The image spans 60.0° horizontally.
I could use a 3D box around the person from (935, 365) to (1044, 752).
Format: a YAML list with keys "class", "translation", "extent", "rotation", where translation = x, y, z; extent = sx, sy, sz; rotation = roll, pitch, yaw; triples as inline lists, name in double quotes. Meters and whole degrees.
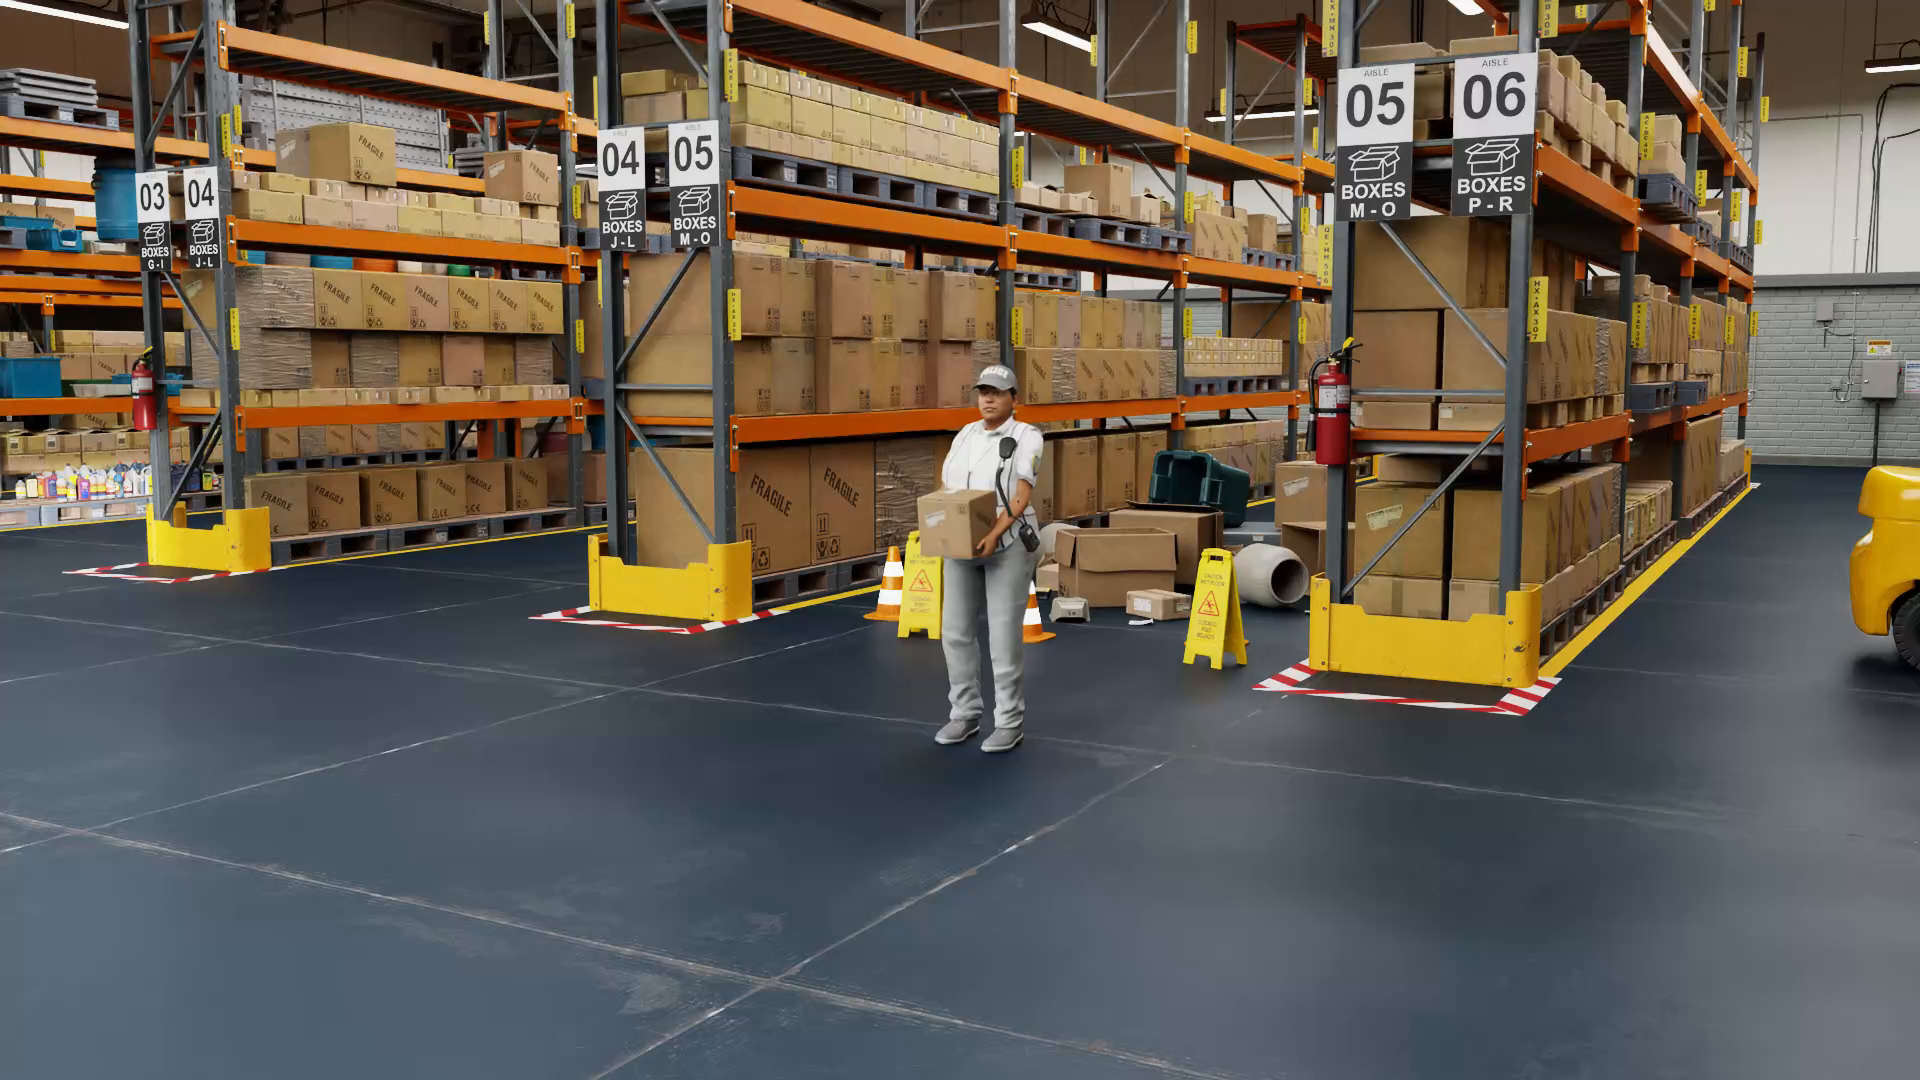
- class: "person"
  translation: [0.095, 0.073, 7.222]
  extent: [0.455, 1.657, 0.541]
  rotation: [3, 7, 30]
